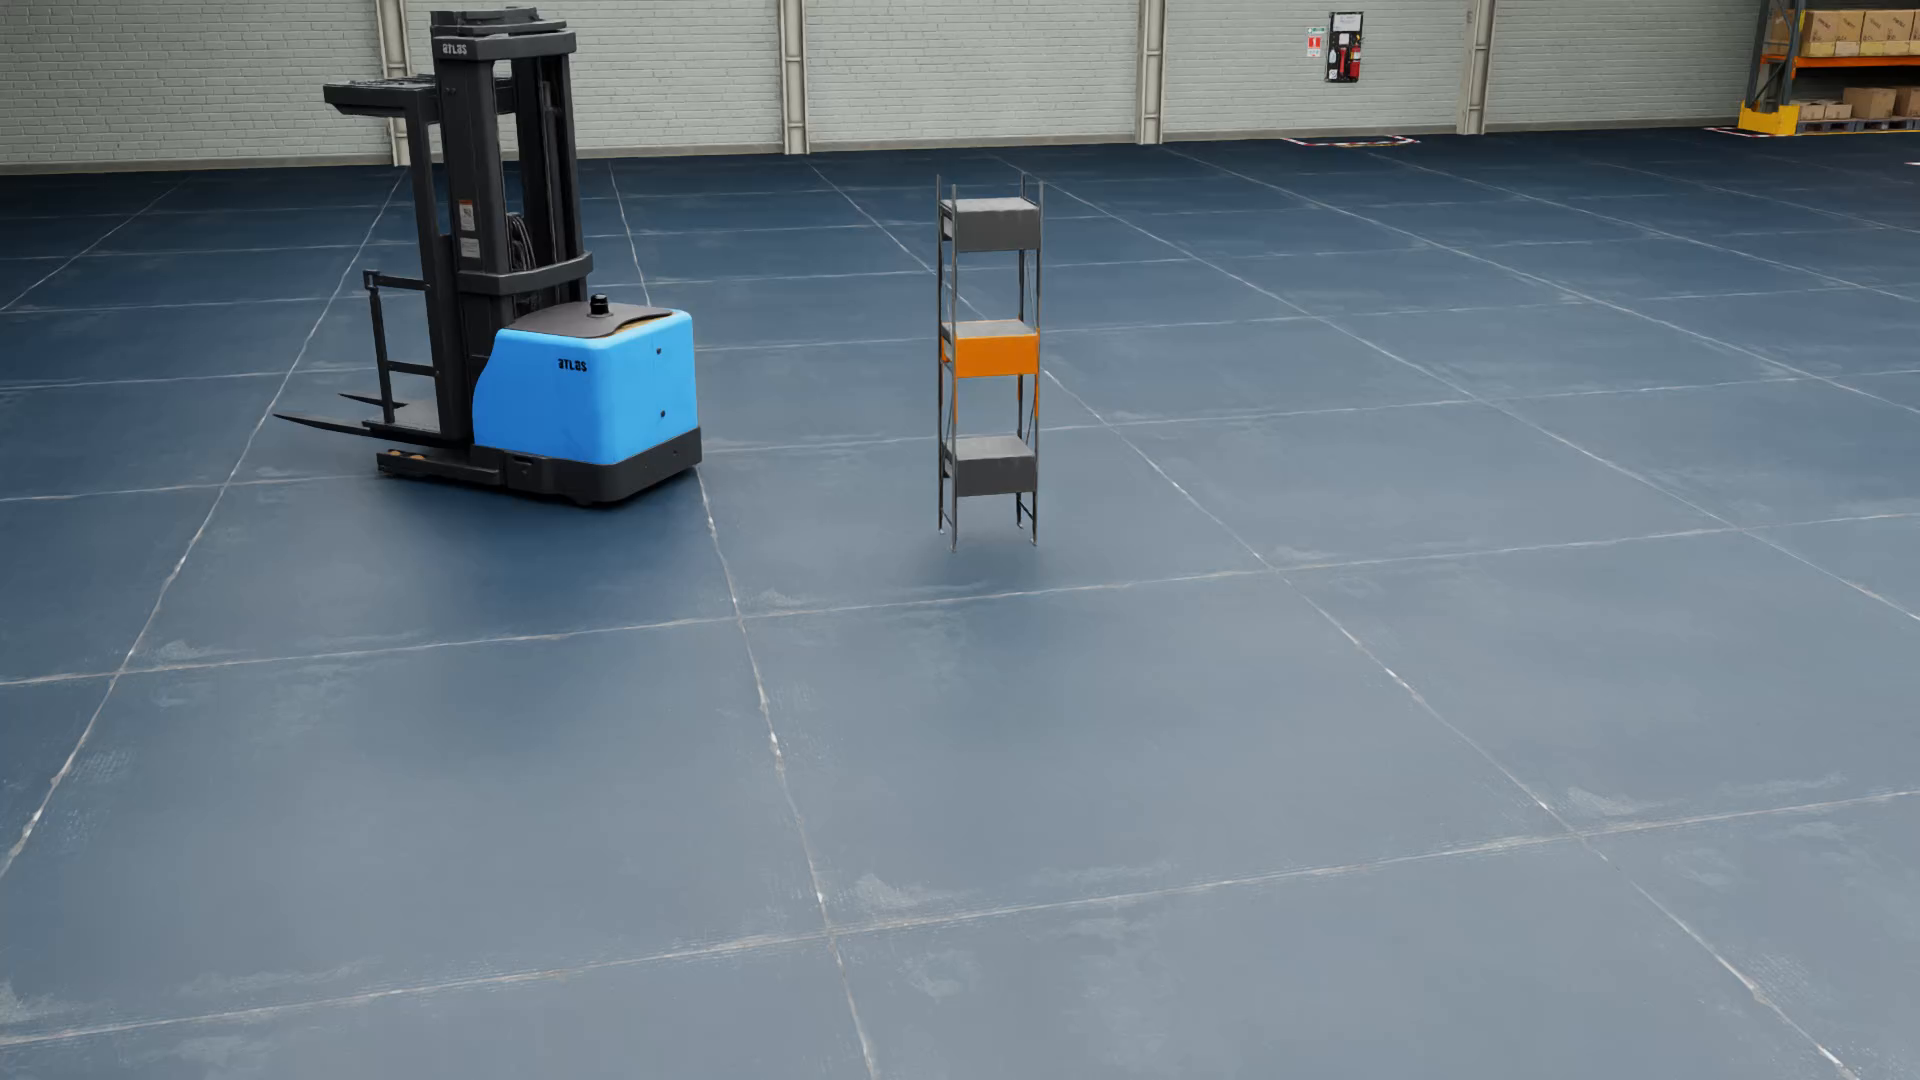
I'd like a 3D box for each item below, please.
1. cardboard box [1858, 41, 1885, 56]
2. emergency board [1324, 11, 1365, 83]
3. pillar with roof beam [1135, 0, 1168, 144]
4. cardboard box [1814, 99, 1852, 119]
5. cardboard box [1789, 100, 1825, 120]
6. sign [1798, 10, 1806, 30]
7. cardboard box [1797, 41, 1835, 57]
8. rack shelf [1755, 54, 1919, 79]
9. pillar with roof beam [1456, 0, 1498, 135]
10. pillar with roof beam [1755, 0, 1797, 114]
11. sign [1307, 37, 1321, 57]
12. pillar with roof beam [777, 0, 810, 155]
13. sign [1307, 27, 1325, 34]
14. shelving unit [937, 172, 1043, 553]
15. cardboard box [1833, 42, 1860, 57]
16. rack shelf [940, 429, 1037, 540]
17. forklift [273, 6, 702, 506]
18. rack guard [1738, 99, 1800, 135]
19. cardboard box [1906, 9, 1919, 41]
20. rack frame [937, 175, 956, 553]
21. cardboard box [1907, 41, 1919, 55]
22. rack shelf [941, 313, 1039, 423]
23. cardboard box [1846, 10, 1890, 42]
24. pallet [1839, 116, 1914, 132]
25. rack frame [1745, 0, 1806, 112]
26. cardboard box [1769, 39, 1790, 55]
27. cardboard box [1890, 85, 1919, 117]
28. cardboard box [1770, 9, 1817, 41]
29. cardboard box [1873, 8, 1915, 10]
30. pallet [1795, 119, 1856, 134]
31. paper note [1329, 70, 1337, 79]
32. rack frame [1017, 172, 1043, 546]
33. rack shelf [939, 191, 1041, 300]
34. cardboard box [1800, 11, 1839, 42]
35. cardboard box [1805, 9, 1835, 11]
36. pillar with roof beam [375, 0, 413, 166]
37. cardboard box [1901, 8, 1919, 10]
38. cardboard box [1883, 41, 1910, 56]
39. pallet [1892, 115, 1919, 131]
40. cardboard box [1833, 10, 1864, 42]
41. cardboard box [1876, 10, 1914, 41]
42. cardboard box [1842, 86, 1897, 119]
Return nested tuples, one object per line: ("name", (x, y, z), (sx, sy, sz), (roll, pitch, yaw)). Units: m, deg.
("cardboard box", (15.934, -8.694, 29.376), (0.500, 0.250, 0.500), (-5, 21, -13))
("emergency board", (6.617, -8.426, 28.455), (0.643, 1.169, 0.194), (-5, 21, -12))
("pillar with roof beam", (4.182, -9.510, 22.692), (0.400, 9.000, 9.100), (-5, 21, -12))
("cardboard box", (15.636, -7.752, 29.886), (0.500, 0.311, 0.500), (-3, 20, -8))
("cardboard box", (15.081, -7.707, 29.763), (0.500, 0.311, 0.500), (-7, 21, -19))
("sign", (14.512, -8.963, 28.664), (0.005, 0.325, 0.100), (-5, 21, -12))
("cardboard box", (14.935, -8.610, 29.146), (0.500, 0.250, 0.500), (-5, 21, -14))
("rack shelf", (16.334, -8.559, 29.865), (4.000, 0.370, 1.077), (-5, 21, -12))
("pillar with roof beam", (10.021, -9.984, 23.988), (0.400, 9.000, 9.100), (-5, 21, -12))
("pillar with roof beam", (15.860, -10.459, 25.285), (0.400, 9.000, 9.100), (-5, 21, -12))
("sign", (6.055, -8.433, 28.424), (0.234, 0.329, 0.001), (-5, 21, -12))
("pillar with roof beam", (-1.657, -9.035, 21.396), (0.400, 9.000, 9.100), (-5, 21, -12))
("sign", (6.061, -8.679, 28.325), (0.331, 0.109, 0.001), (-5, 21, -12))
("shelving unit", (0.161, -0.999, 9.489), (0.503, 2.100, 0.431), (-5, 21, -12))
("cardboard box", (15.437, -8.656, 29.272), (0.500, 0.250, 0.500), (-5, 21, -14))
("rack shelf", (0.161, -0.329, 9.735), (0.480, 0.518, 0.431), (-5, 21, -12))
("forklift", (-3.270, -1.919, 10.792), (3.031, 2.935, 1.130), (9, 22, 24))
("rack guard", (14.461, -7.571, 29.755), (0.348, 0.500, 1.175), (-5, 21, -12))
("cardboard box", (16.914, -9.128, 29.470), (0.500, 0.500, 0.500), (-5, 21, -14))
("rack frame", (-0.076, -0.980, 9.436), (0.015, 2.100, 0.400), (-5, 21, -12))
("cardboard box", (16.916, -8.773, 29.593), (0.500, 0.250, 0.500), (-5, 21, -13))
("rack shelf", (0.161, -0.986, 9.494), (0.480, 0.518, 0.431), (-5, 21, -12))
("cardboard box", (15.909, -9.041, 29.234), (0.500, 0.500, 0.500), (-5, 21, -14))
("pallet", (16.445, -7.583, 30.208), (1.213, 0.211, 1.003), (-5, 21, -12))
("rack frame", (14.387, -8.738, 29.309), (0.127, 3.000, 1.000), (-5, 21, -12))
("cardboard box", (14.798, -8.779, 29.609), (0.500, 0.250, 0.500), (-4, 21, -12))
("cardboard box", (17.279, -7.992, 30.267), (0.500, 0.500, 0.500), (-6, 21, -17))
("cardboard box", (14.797, -9.138, 29.498), (0.500, 0.500, 0.500), (-5, 21, -13))
("cardboard box", (16.784, -9.302, 29.945), (0.500, 0.500, 0.500), (-4, 21, -11))
("pallet", (15.260, -7.488, 29.948), (1.213, 0.211, 1.003), (-5, 21, -12))
("paper note", (6.429, -8.021, 28.631), (0.142, 0.148, 0.016), (-5, 21, -12))
("rack frame", (0.399, -1.018, 9.542), (0.015, 2.100, 0.400), (-5, 21, -12))
("rack shelf", (0.161, -1.644, 9.253), (0.480, 0.518, 0.431), (-5, 21, -12))
("cardboard box", (14.921, -8.967, 29.031), (0.500, 0.500, 0.500), (-5, 21, -12))
("cardboard box", (15.289, -9.175, 29.598), (0.500, 0.500, 0.500), (-4, 21, -12))
("pillar with roof beam", (-7.496, -8.560, 20.099), (0.400, 9.000, 9.100), (-5, 21, -12))
("cardboard box", (17.270, -9.339, 30.047), (0.500, 0.500, 0.500), (-5, 21, -13))
("cardboard box", (16.427, -8.733, 29.484), (0.500, 0.250, 0.500), (-4, 21, -12))
("pallet", (17.634, -7.681, 30.475), (1.213, 0.211, 1.003), (-5, 21, -12))
("cardboard box", (15.404, -9.003, 29.128), (0.500, 0.500, 0.500), (-5, 21, -12))
("cardboard box", (16.408, -9.086, 29.357), (0.500, 0.500, 0.500), (-4, 20, -11))
("cardboard box", (16.362, -7.882, 29.966), (0.500, 0.500, 0.700), (-6, 21, -16))
